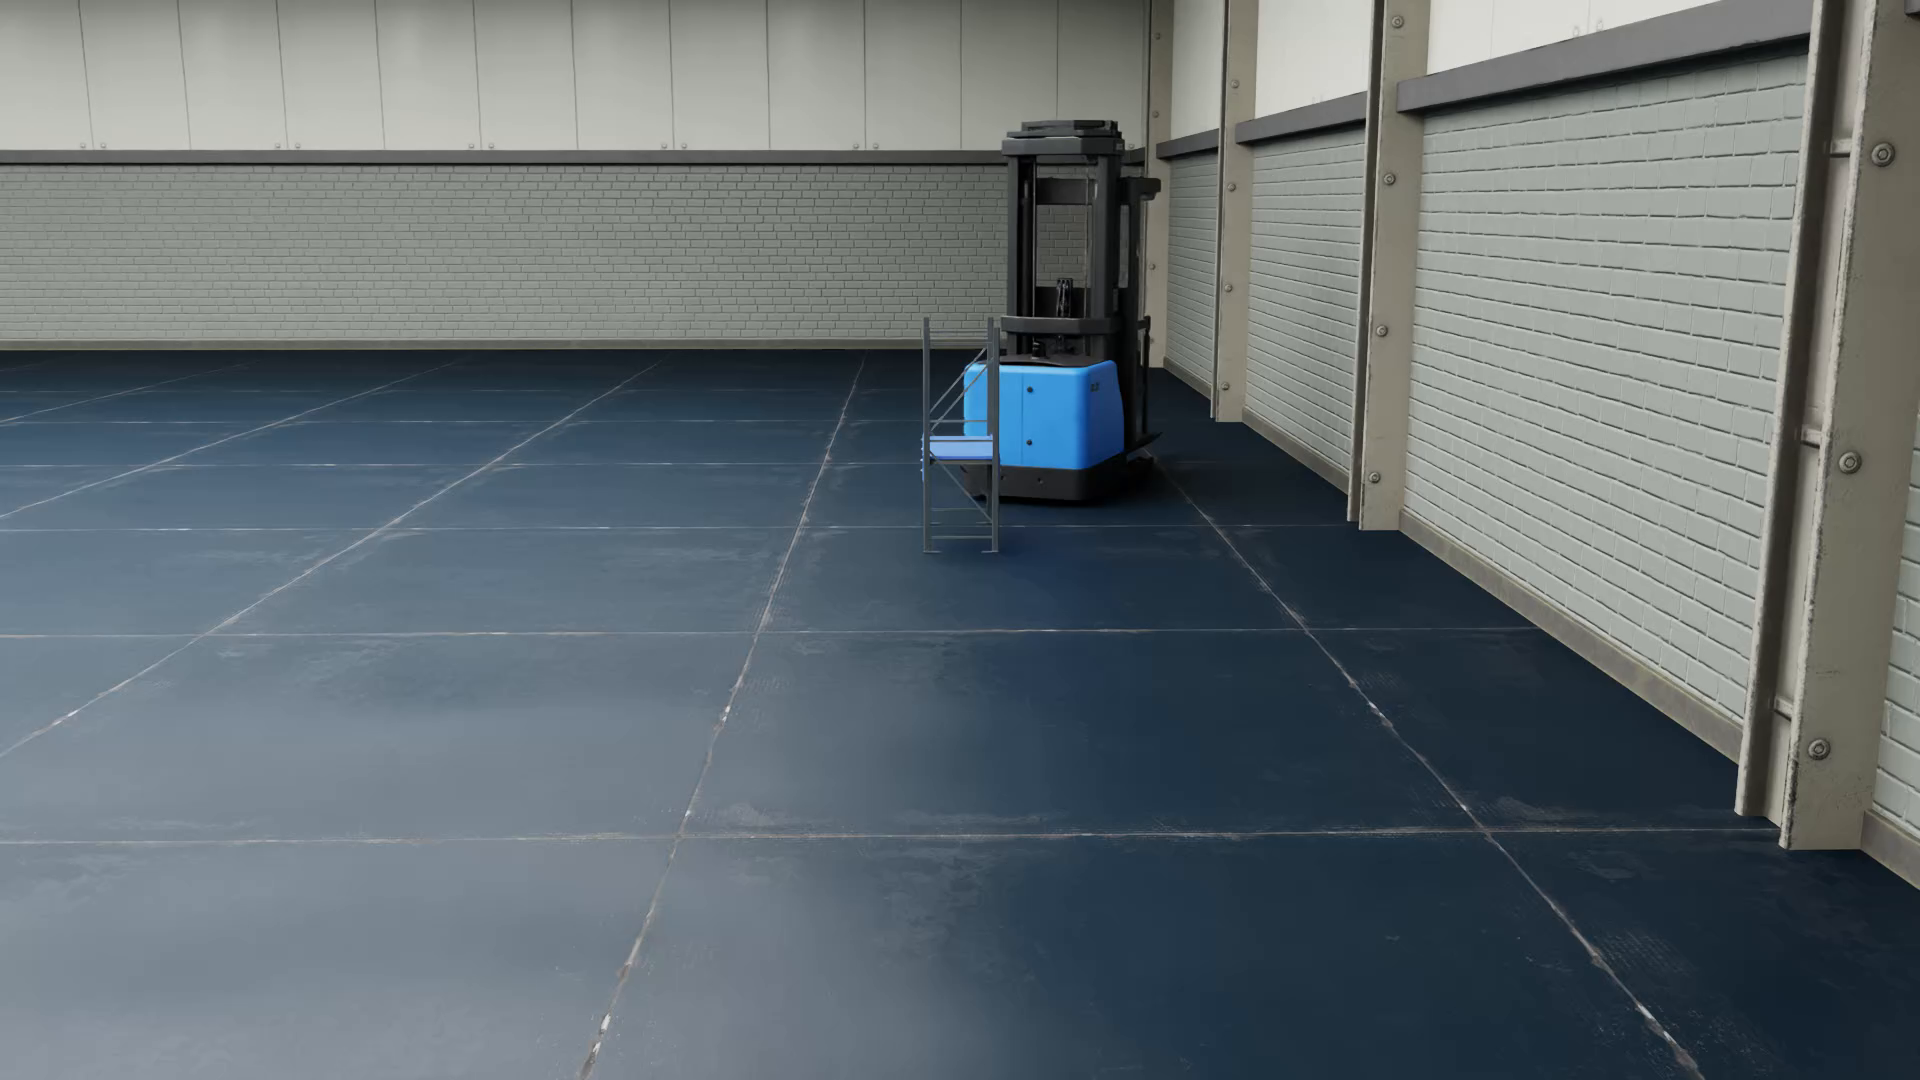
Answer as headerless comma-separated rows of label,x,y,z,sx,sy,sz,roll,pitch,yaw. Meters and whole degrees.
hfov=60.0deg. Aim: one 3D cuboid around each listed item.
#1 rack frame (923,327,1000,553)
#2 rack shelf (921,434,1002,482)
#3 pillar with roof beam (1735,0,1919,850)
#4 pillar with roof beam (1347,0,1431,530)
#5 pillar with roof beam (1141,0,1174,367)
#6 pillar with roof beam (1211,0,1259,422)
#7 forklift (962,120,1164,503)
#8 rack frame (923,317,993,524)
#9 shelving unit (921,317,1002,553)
rack frame,0.009,-0.651,10.995,0.500,1.500,0.032,0,11,-1
rack shelf,-0.002,-0.576,11.529,0.538,0.185,1.000,0,11,-1
pillar with roof beam,-1.161,-3.310,5.243,9.100,9.000,0.400,0,11,-1
pillar with roof beam,-1.285,-4.503,11.122,9.100,9.000,0.400,0,11,-1
pillar with roof beam,-1.533,-6.888,22.880,9.100,9.000,0.400,0,11,-1
pillar with roof beam,-1.409,-5.696,17.001,9.100,9.000,0.400,0,11,-1
forklift,1.023,-1.977,13.933,1.130,2.935,3.031,4,12,21
rack frame,-0.012,-0.853,11.992,0.500,1.500,0.032,0,11,-1
shelving unit,-0.002,-0.752,11.494,0.538,1.500,1.048,0,11,-1
